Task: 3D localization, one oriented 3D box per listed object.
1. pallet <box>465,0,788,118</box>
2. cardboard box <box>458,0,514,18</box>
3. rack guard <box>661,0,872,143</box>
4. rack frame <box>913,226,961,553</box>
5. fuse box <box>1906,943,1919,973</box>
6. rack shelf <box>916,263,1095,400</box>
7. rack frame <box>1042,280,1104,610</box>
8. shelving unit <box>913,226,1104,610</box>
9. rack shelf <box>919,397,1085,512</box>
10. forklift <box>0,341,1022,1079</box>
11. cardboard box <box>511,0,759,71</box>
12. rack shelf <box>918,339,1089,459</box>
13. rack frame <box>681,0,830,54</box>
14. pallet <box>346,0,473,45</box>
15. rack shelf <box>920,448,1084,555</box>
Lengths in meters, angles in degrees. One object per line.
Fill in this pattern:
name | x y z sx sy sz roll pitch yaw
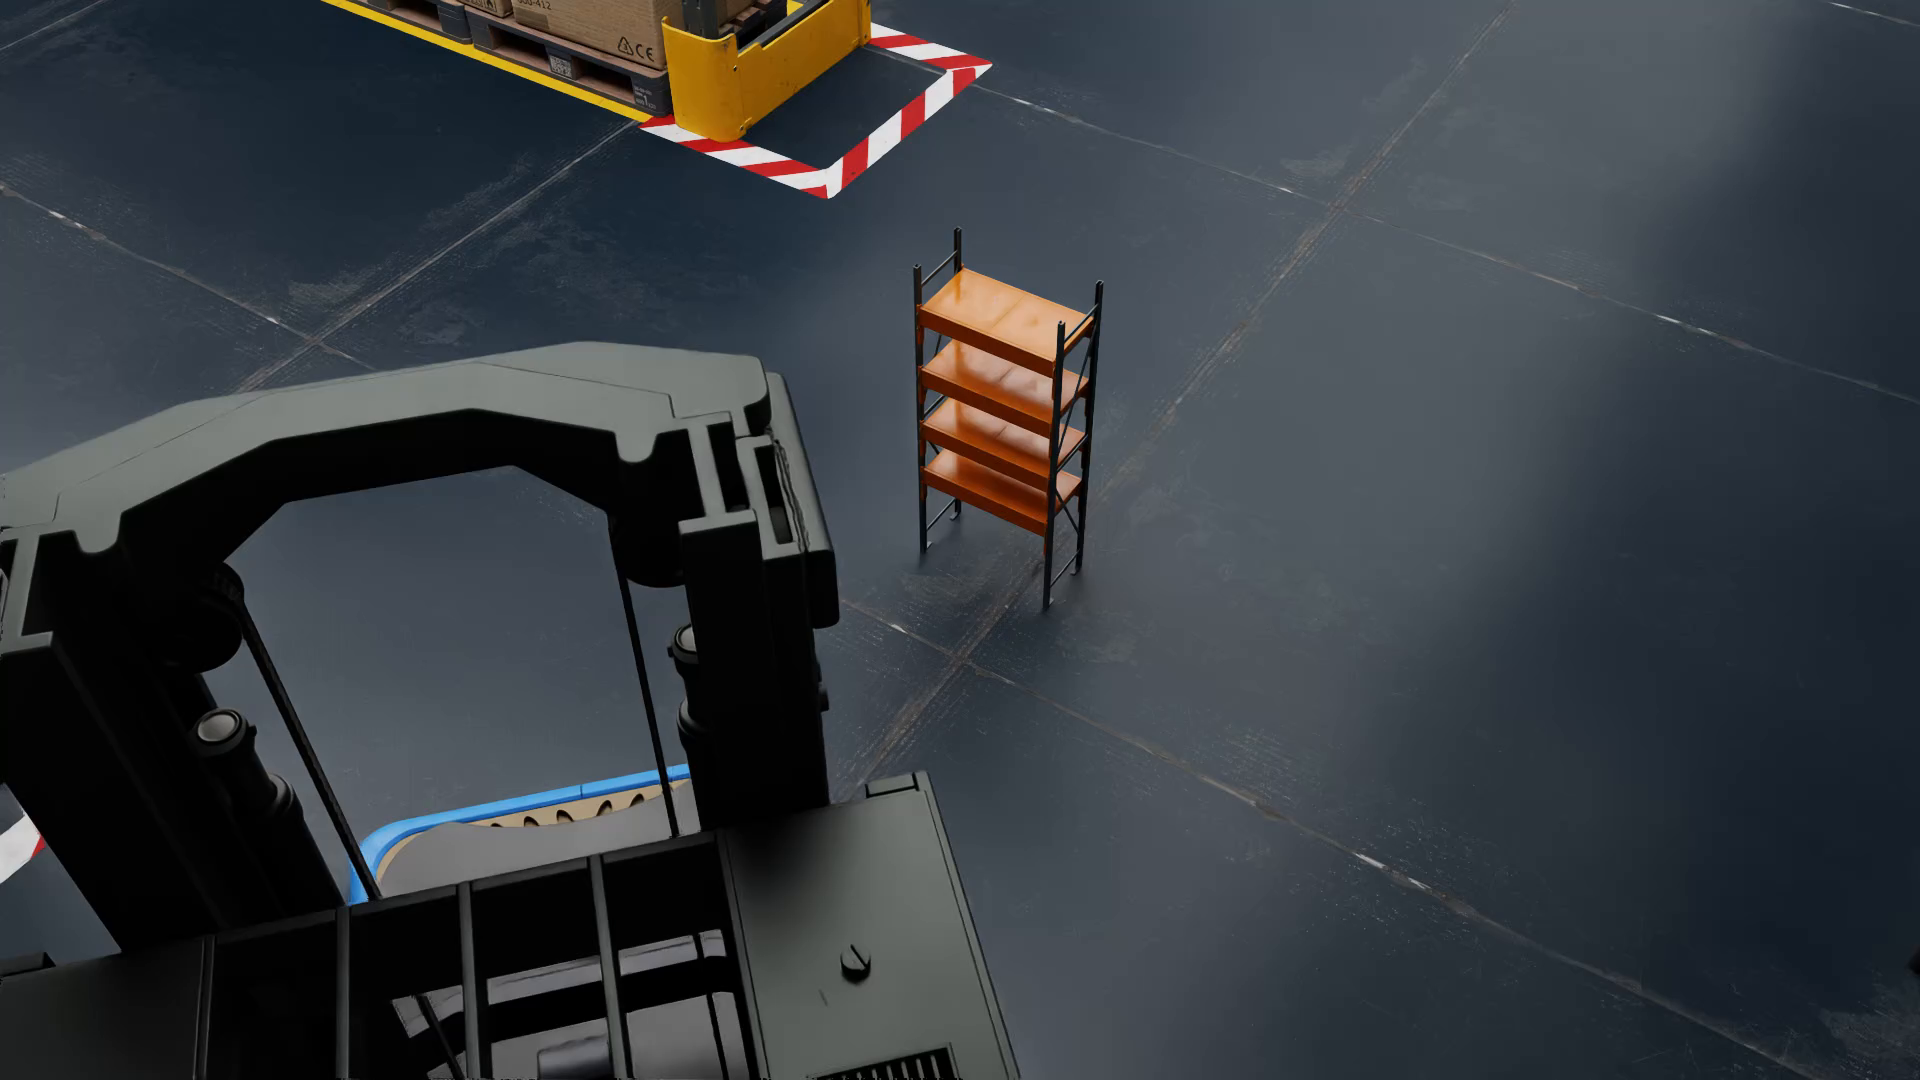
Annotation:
pallet | -1.603 -2.534 8.065 1.213 0.211 1.003 25 51 22
cardboard box | -2.272 -3.041 8.108 0.875 0.438 0.875 26 51 23
rack guard | -0.867 -2.363 7.698 0.348 0.500 1.175 25 51 22
rack frame | -0.066 -0.449 5.349 0.015 1.200 0.240 25 51 22
fuse box | 2.615 0.586 3.987 0.414 1.711 0.539 25 51 22
rack shelf | 0.139 -0.628 4.976 0.480 0.148 0.258 25 51 22
rack frame | 0.345 -0.260 5.166 0.015 1.200 0.240 25 51 22
shelving unit | 0.139 -0.354 5.257 0.503 1.200 0.258 25 51 22
rack shelf | 0.139 -0.307 5.306 0.480 0.148 0.258 25 51 22
forklift | -0.486 1.301 2.442 1.130 2.935 3.031 -10 47 -10
cardboard box | -1.497 -2.692 7.768 0.875 0.438 0.875 23 50 21
rack shelf | 0.139 -0.463 5.145 0.480 0.148 0.258 25 51 22
rack frame | -0.888 -3.244 6.810 0.127 3.000 1.000 25 51 22
pallet | -2.626 -3.007 8.525 1.213 0.211 1.003 25 51 22
rack shelf | 0.139 -0.169 5.448 0.480 0.148 0.258 25 51 22
